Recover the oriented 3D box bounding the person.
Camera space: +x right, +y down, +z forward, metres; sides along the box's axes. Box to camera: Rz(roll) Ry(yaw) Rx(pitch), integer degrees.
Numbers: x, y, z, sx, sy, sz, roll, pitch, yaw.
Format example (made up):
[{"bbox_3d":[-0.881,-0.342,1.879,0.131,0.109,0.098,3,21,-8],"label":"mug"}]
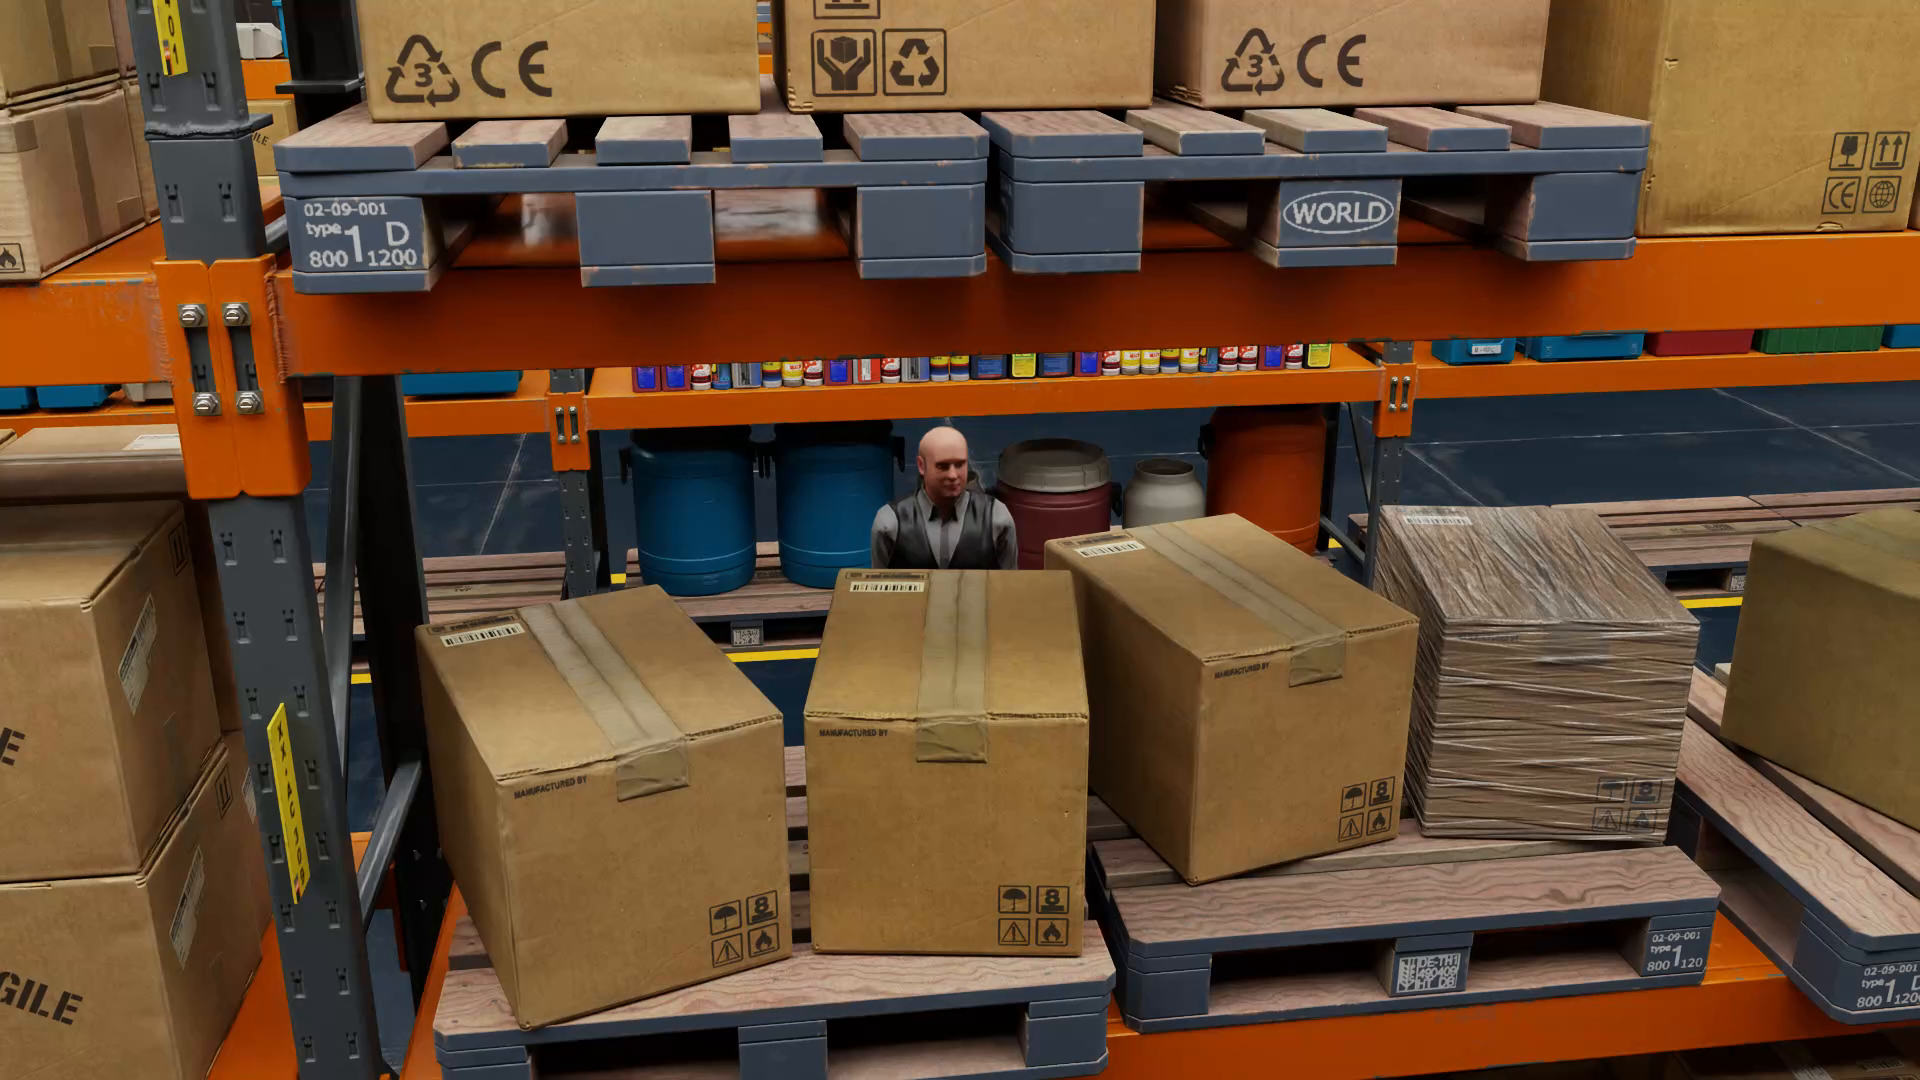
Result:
[{"bbox_3d":[-0.047,0.445,5.930,0.531,1.740,0.361,-2,20,-6],"label":"person"}]
